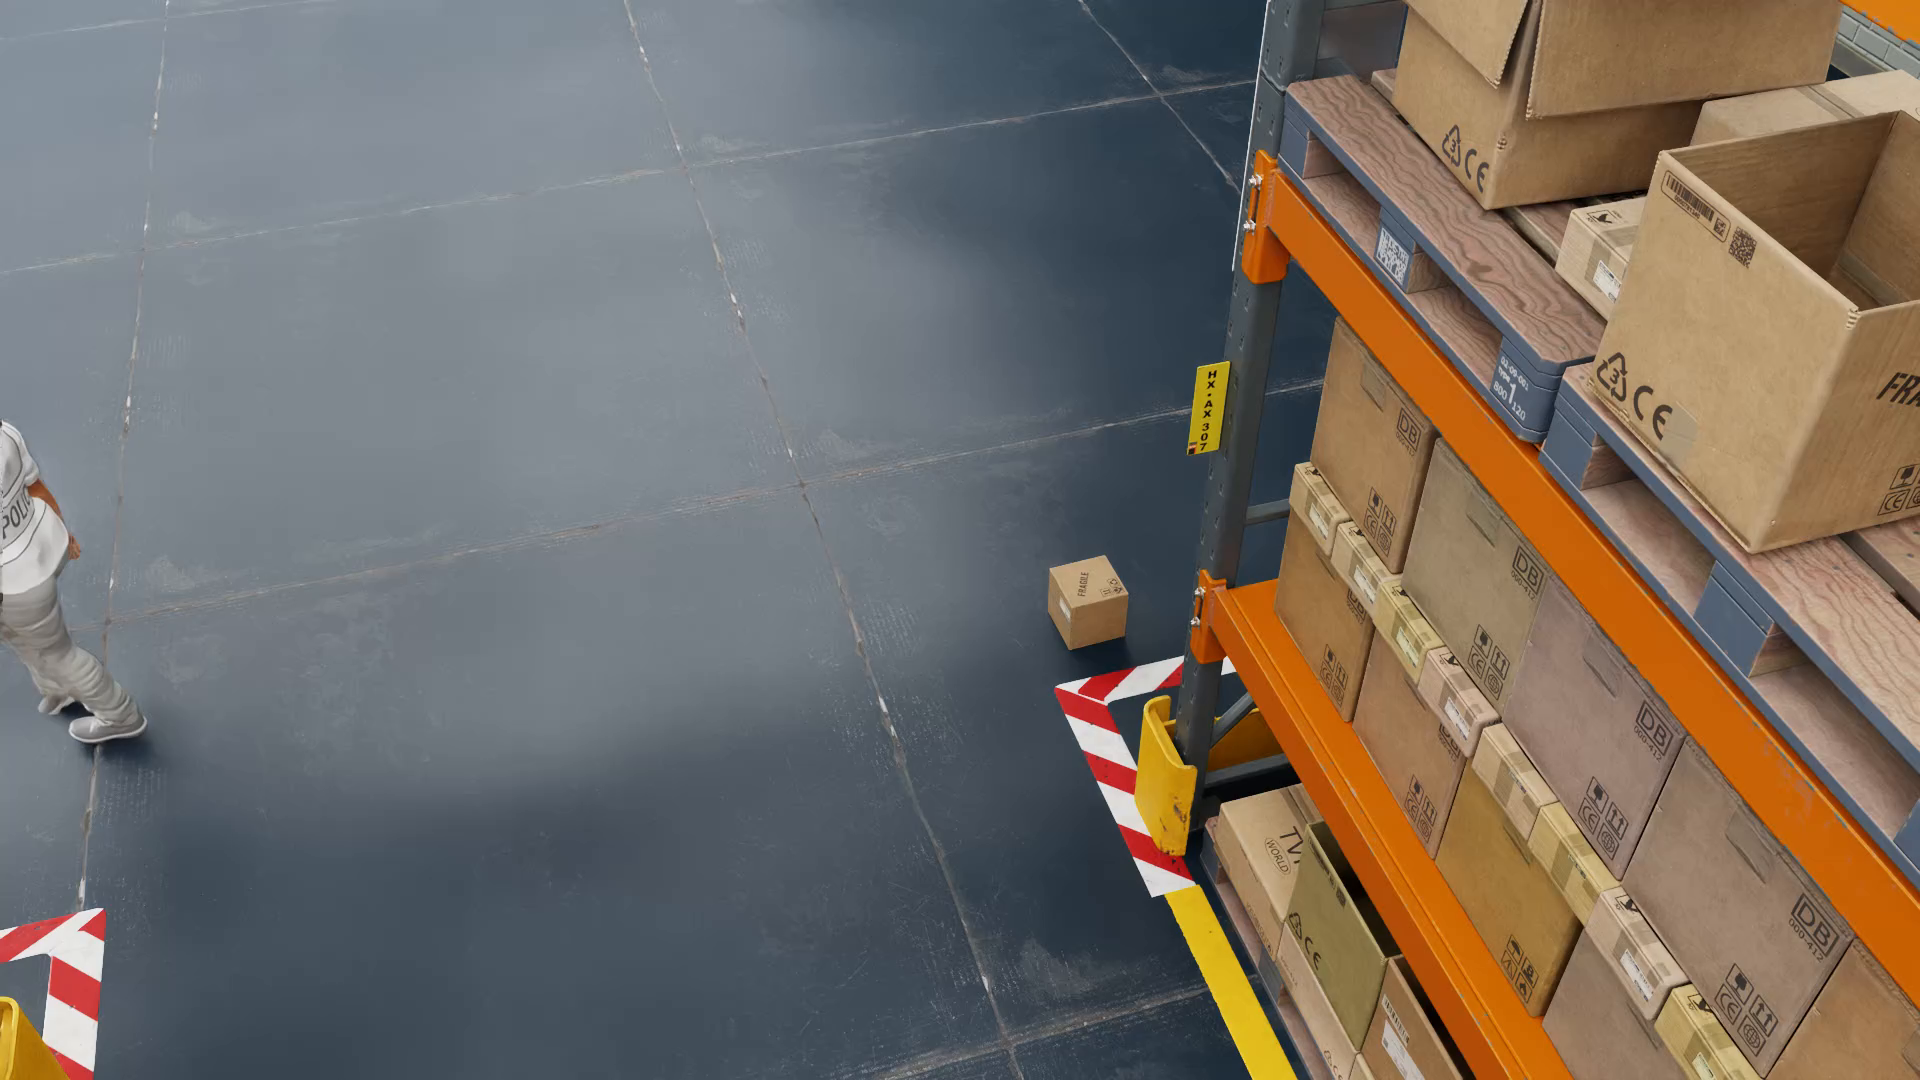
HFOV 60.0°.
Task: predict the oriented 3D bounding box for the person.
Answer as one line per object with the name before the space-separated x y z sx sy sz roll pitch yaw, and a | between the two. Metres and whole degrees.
person | -3.448 0.143 6.036 0.508 1.737 0.511 -4 43 -4
